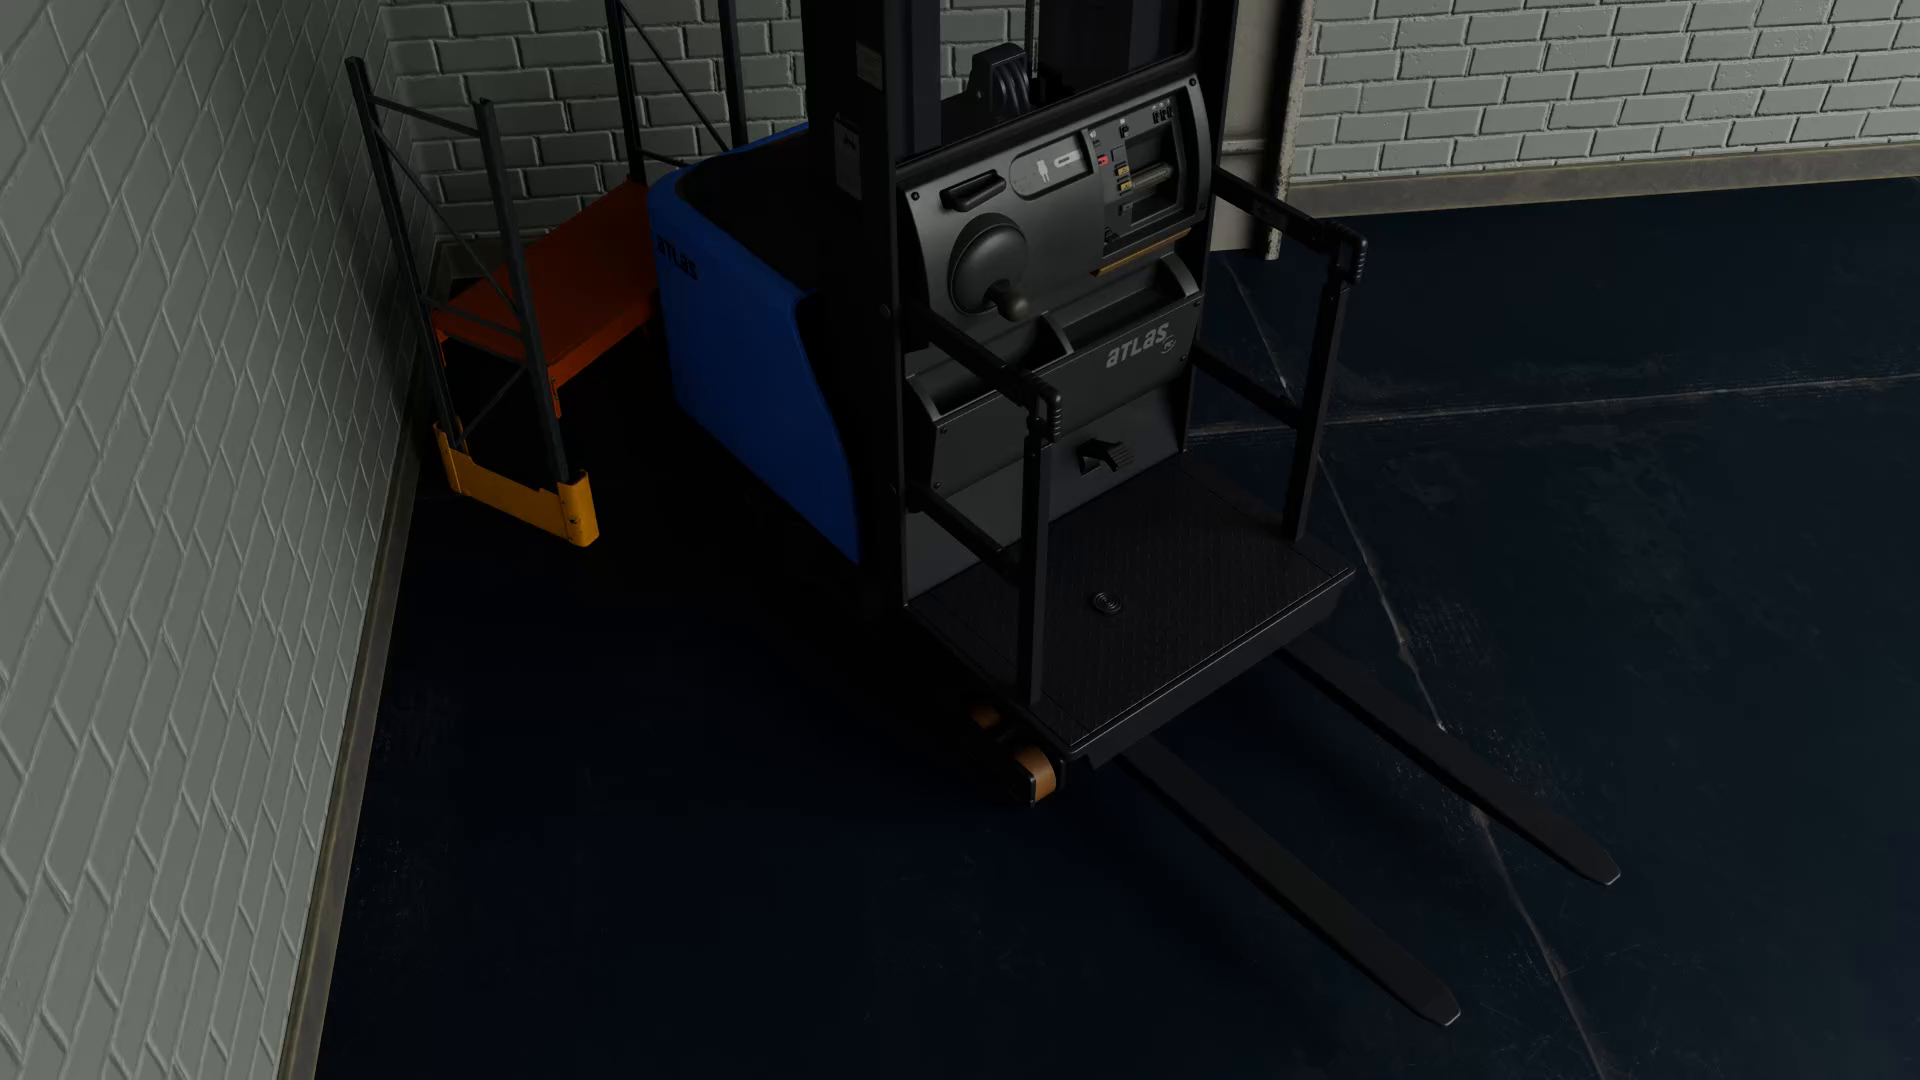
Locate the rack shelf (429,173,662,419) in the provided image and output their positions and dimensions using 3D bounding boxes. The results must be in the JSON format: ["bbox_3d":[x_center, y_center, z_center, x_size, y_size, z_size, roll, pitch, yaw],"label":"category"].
[{"bbox_3d":[-1.157,-0.802,5.288,0.538,0.185,1.000,22,46,22],"label":"rack shelf"}]

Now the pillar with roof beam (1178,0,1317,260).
[{"bbox_3d":[1.580,-1.660,0.372,0.400,9.000,9.100,-5,42,-6],"label":"pillar with roof beam"}]

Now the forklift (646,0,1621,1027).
[{"bbox_3d":[0.391,-0.764,3.909,1.130,2.935,3.031,-28,49,-28],"label":"forklift"}]

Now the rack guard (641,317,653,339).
[{"bbox_3d":[-0.897,-0.763,5.909,0.587,0.250,0.087,22,46,22],"label":"rack guard"}]

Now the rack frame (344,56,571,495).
[{"bbox_3d":[-1.418,-0.644,4.844,0.500,1.500,0.032,22,46,22],"label":"rack frame"}]

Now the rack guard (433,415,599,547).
[{"bbox_3d":[-1.408,-0.191,5.275,0.587,0.250,0.087,22,46,22],"label":"rack guard"}]

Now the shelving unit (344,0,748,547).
[{"bbox_3d":[-1.152,-0.941,5.173,0.587,1.500,1.083,22,46,22],"label":"shelving unit"}]

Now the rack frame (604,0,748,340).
[{"bbox_3d":[-0.896,-1.228,5.492,0.500,1.500,0.032,22,46,22],"label":"rack frame"}]
